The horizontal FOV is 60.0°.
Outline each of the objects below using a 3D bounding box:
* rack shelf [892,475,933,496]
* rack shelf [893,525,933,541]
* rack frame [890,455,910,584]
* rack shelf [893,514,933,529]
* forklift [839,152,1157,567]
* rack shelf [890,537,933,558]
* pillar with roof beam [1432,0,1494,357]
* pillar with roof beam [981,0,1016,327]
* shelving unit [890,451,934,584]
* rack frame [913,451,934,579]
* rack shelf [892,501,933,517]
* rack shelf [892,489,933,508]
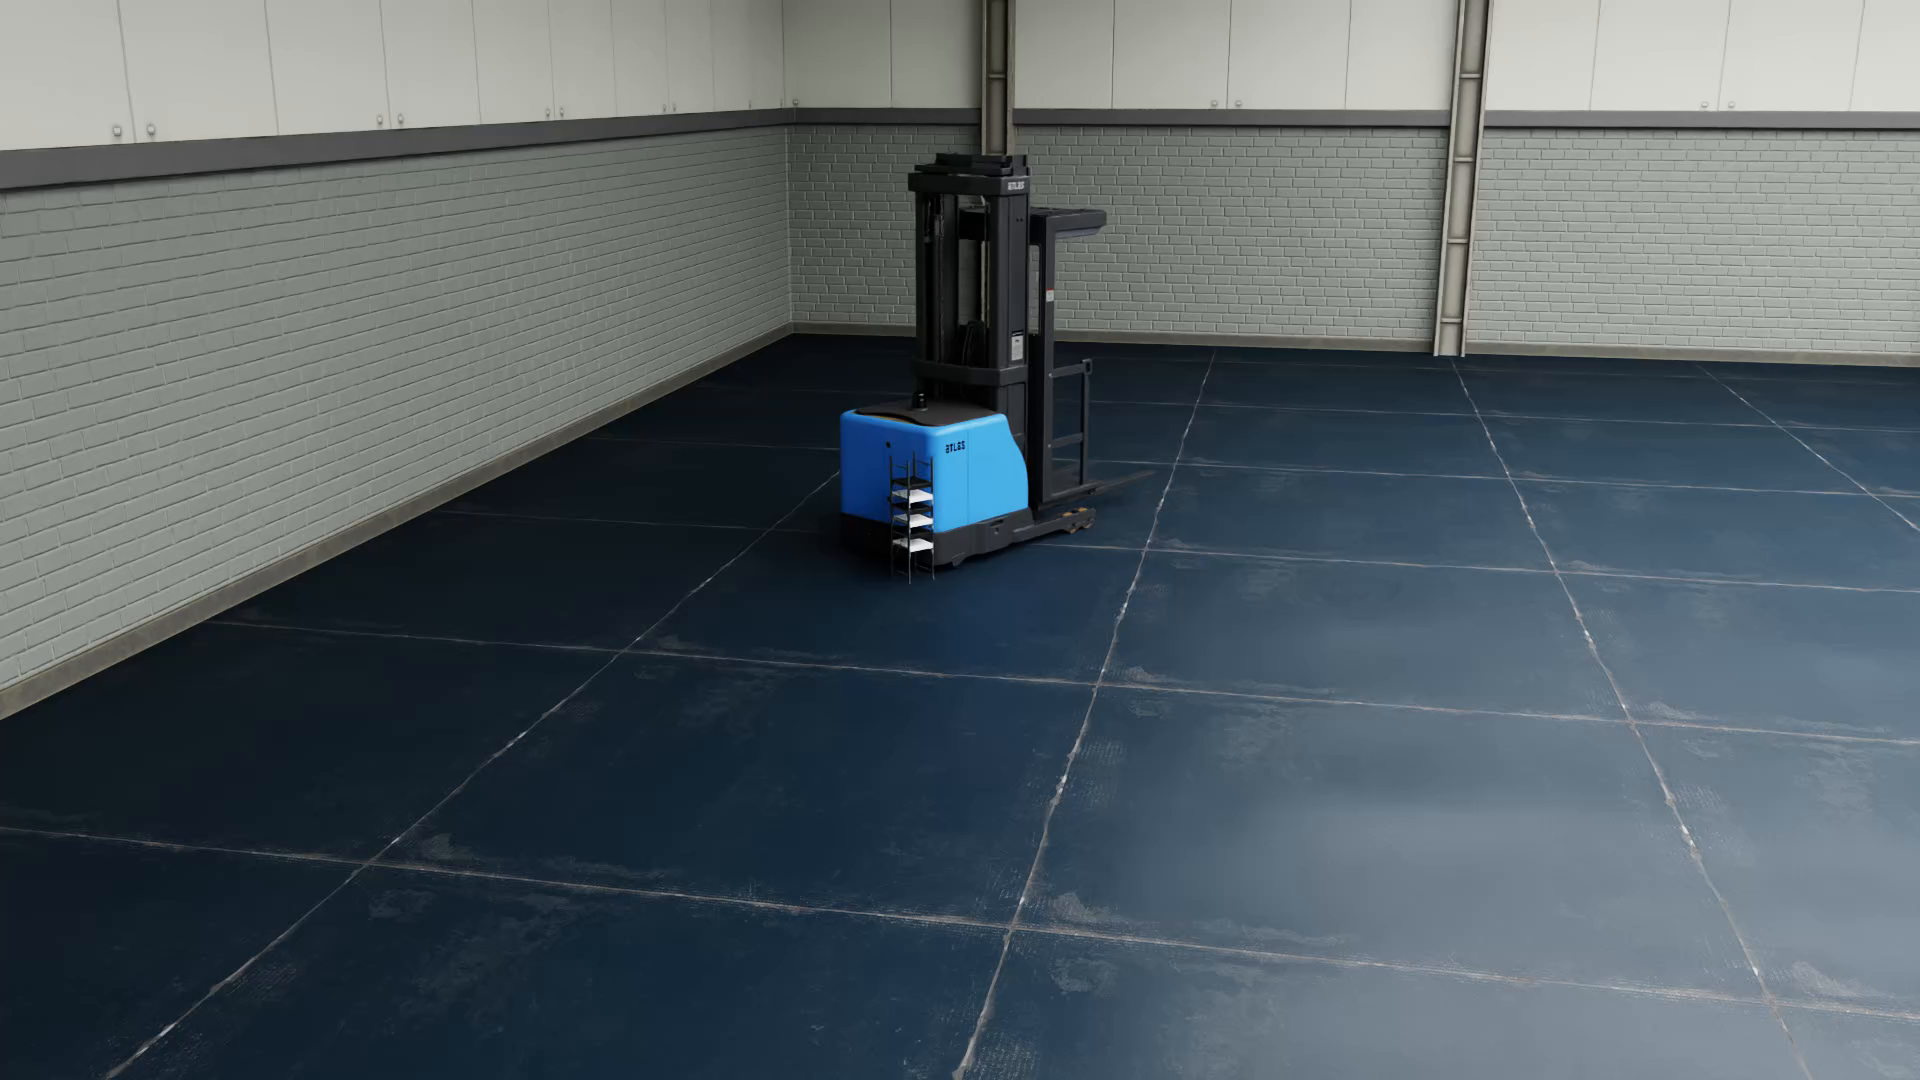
[{"bbox_3d":[-0.345,-0.388,11.822,0.200,0.077,0.258,-11,19,-34],"label":"rack shelf"},{"bbox_3d":[-0.345,-0.041,11.918,0.200,0.077,0.258,-11,19,-34],"label":"rack shelf"},{"bbox_3d":[-0.428,-0.144,11.827,0.006,0.900,0.240,-11,19,-34],"label":"rack frame"},{"bbox_3d":[-0.345,-0.128,11.894,0.200,0.077,0.258,-11,19,-34],"label":"rack shelf"},{"bbox_3d":[0.438,-1.543,13.073,1.130,2.935,3.031,13,20,40],"label":"forklift"},{"bbox_3d":[-0.345,0.045,11.942,0.200,0.077,0.258,-11,19,-34],"label":"rack shelf"},{"bbox_3d":[5.530,-5.639,16.492,0.400,9.000,9.100,3,16,11],"label":"pillar with roof beam"},{"bbox_3d":[-0.350,-5.958,17.644,0.400,9.000,9.100,3,16,11],"label":"pillar with roof beam"},{"bbox_3d":[-0.345,-0.160,11.885,0.210,0.900,0.258,-11,19,-34],"label":"shelving unit"},{"bbox_3d":[-0.263,-0.176,11.942,0.006,0.900,0.240,-11,19,-34],"label":"rack frame"},{"bbox_3d":[-0.345,-0.215,11.870,0.200,0.077,0.258,-11,19,-34],"label":"rack shelf"},{"bbox_3d":[-0.345,-0.302,11.846,0.200,0.077,0.258,-11,19,-34],"label":"rack shelf"}]
